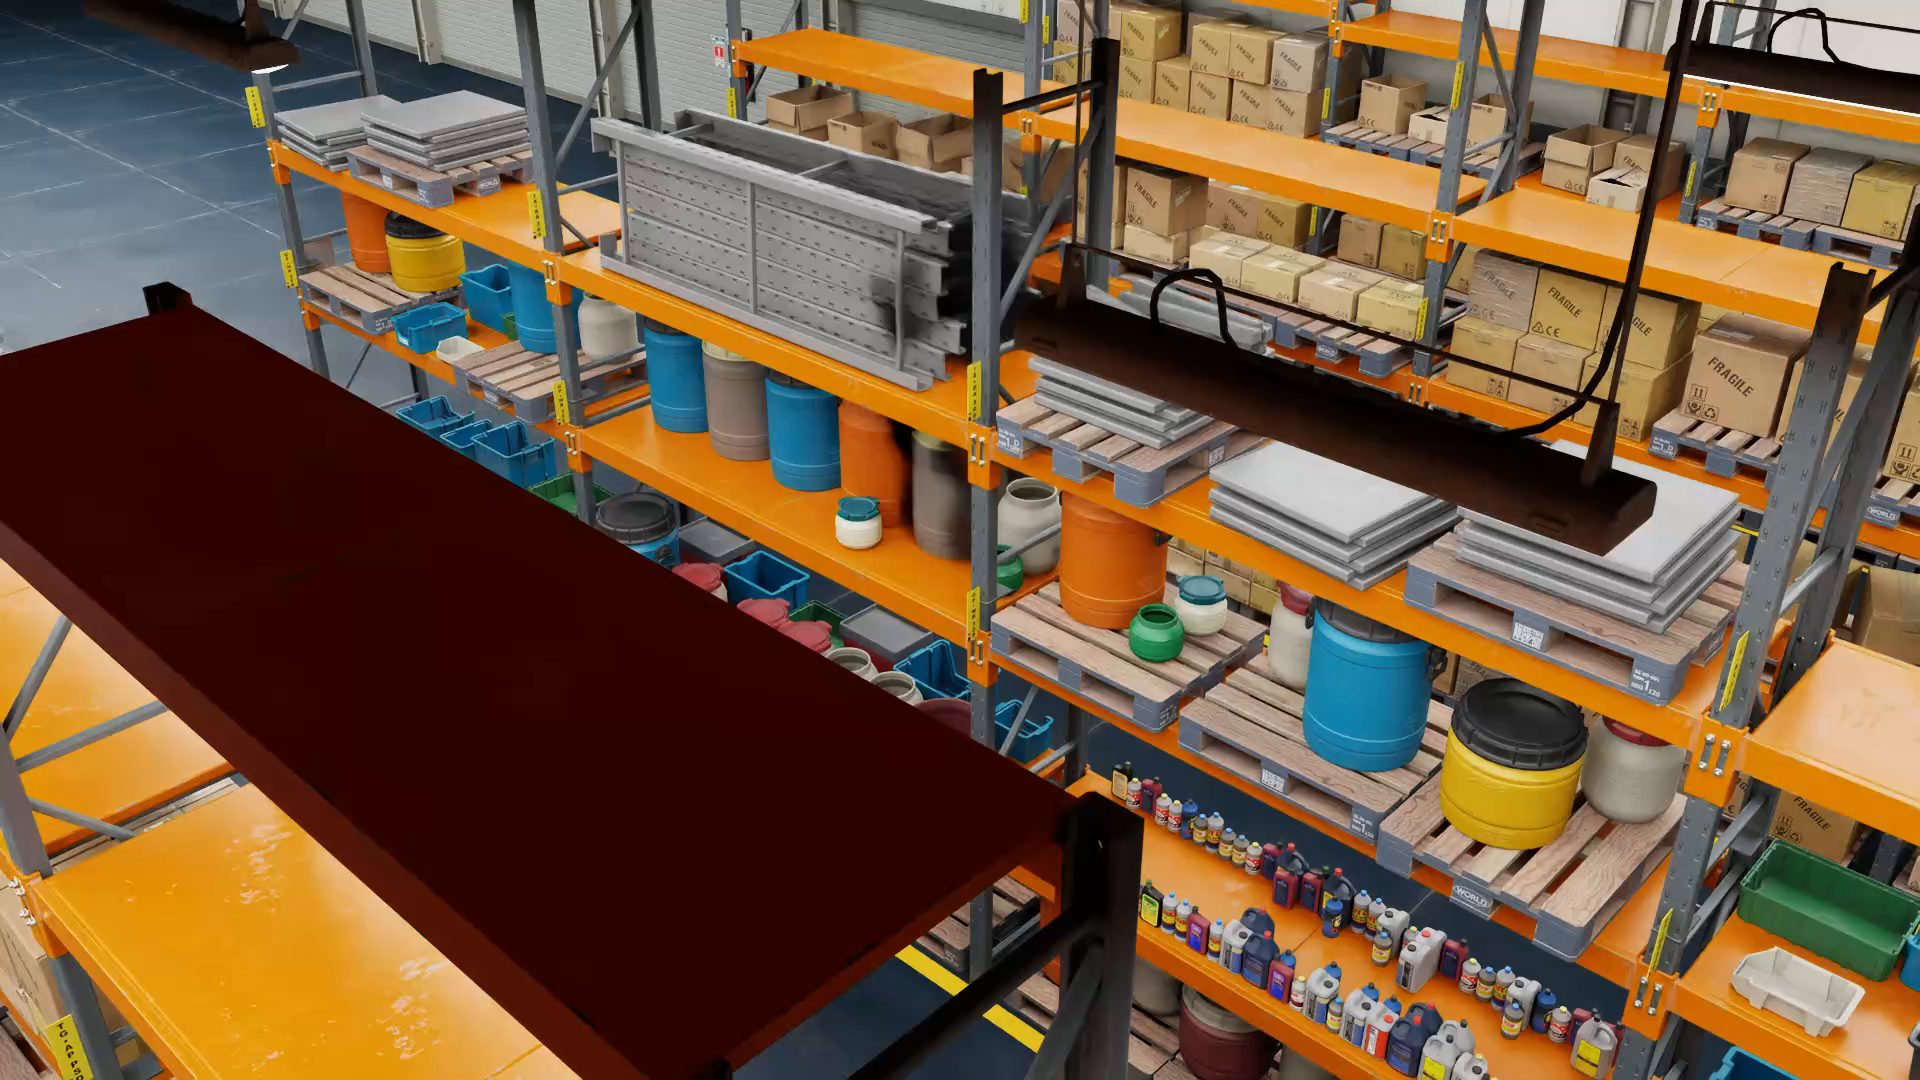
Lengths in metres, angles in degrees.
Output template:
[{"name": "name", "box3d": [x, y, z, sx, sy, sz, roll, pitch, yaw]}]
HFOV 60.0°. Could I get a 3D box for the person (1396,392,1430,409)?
[{"name": "person", "box3d": [4.221, -0.849, 15.992, 0.599, 1.735, 0.688, 18, 34, 29]}]
